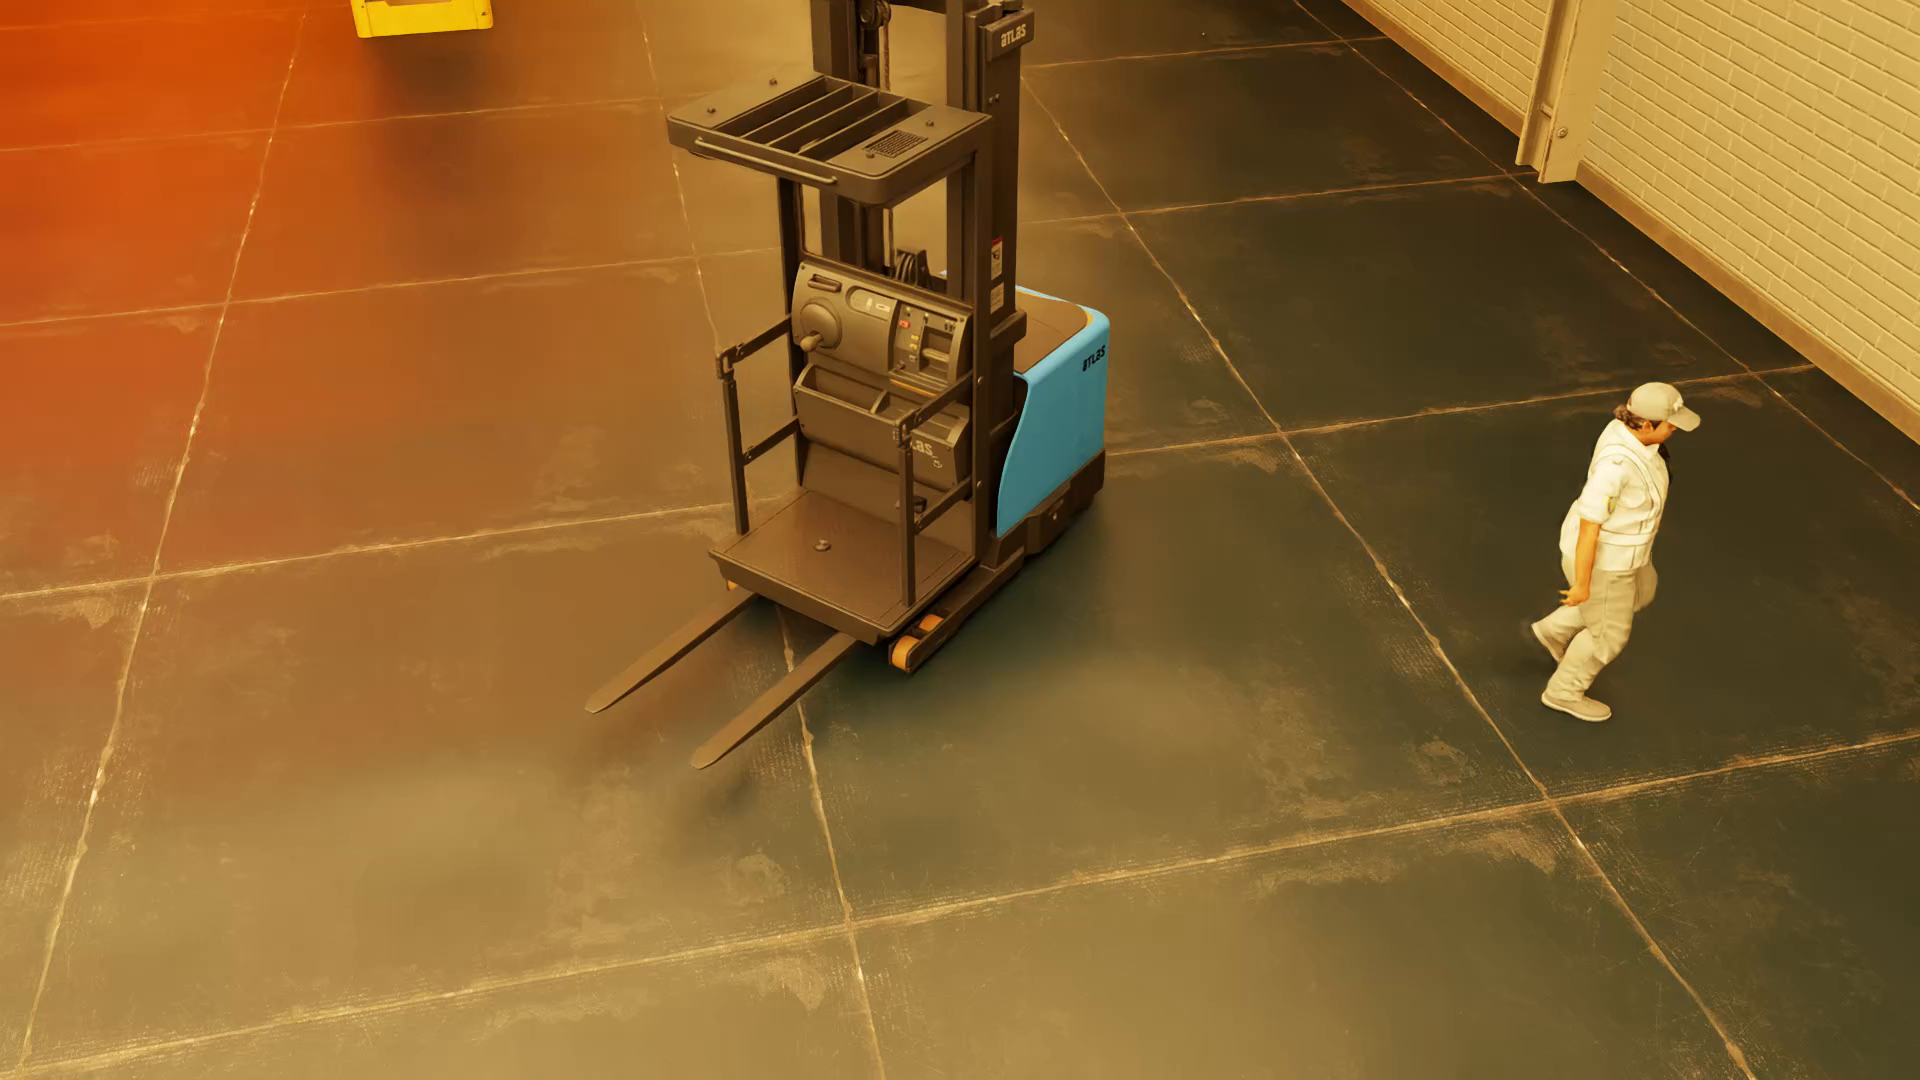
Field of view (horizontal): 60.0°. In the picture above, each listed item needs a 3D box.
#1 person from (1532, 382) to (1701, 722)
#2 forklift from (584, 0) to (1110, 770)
[{"bbox_3d":[2.784,0.043,7.098,0.470,1.645,0.646,13,38,17],"label":"person"},{"bbox_3d":[-0.487,-0.899,7.300,1.130,2.935,3.031,22,41,28],"label":"forklift"}]
